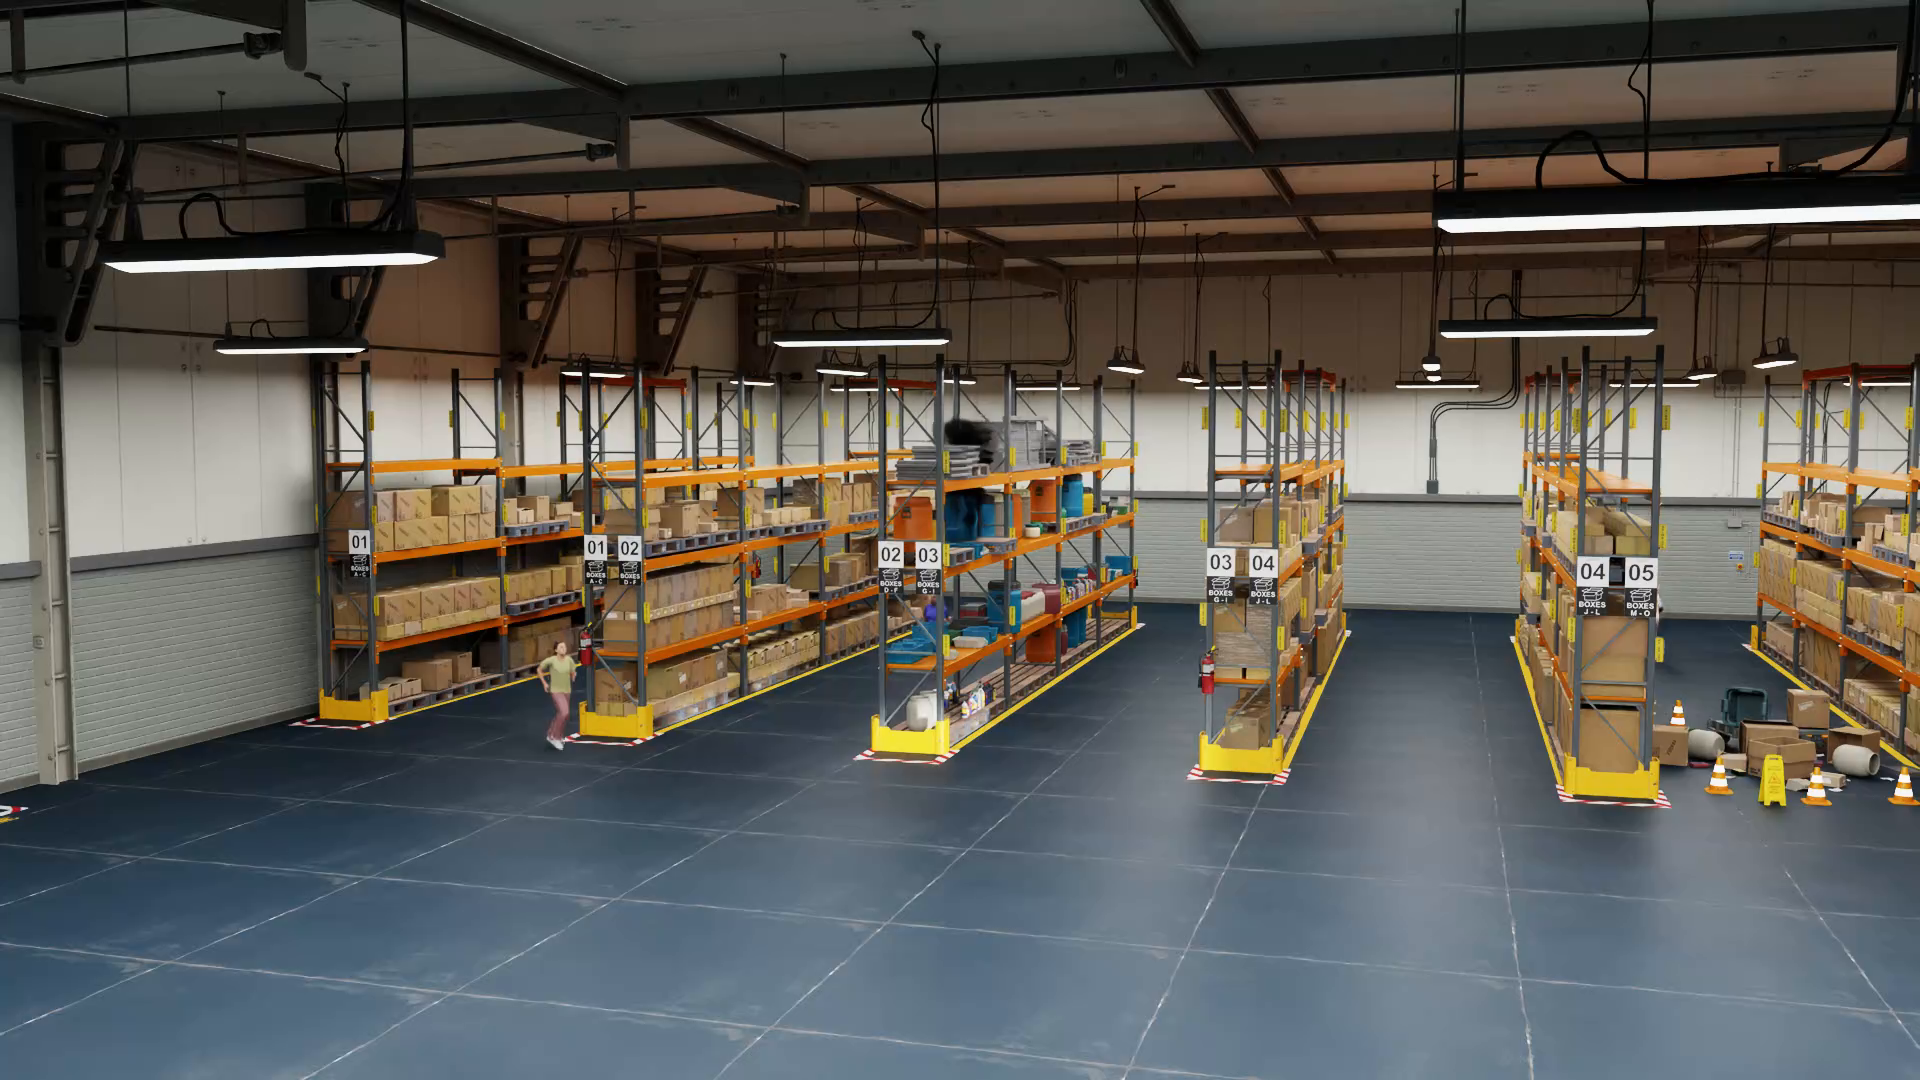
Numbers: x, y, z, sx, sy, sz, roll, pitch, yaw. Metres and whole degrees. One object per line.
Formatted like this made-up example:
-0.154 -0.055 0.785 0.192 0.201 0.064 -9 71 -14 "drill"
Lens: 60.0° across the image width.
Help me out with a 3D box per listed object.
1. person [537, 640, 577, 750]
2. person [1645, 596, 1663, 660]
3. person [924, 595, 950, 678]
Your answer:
-6.123 2.356 25.440 0.676 1.676 0.562 4 6 44 "person"
14.473 1.710 34.842 0.574 1.642 0.721 0 4 -1 "person"
-0.480 1.869 32.564 0.576 1.677 0.713 1 4 13 "person"
